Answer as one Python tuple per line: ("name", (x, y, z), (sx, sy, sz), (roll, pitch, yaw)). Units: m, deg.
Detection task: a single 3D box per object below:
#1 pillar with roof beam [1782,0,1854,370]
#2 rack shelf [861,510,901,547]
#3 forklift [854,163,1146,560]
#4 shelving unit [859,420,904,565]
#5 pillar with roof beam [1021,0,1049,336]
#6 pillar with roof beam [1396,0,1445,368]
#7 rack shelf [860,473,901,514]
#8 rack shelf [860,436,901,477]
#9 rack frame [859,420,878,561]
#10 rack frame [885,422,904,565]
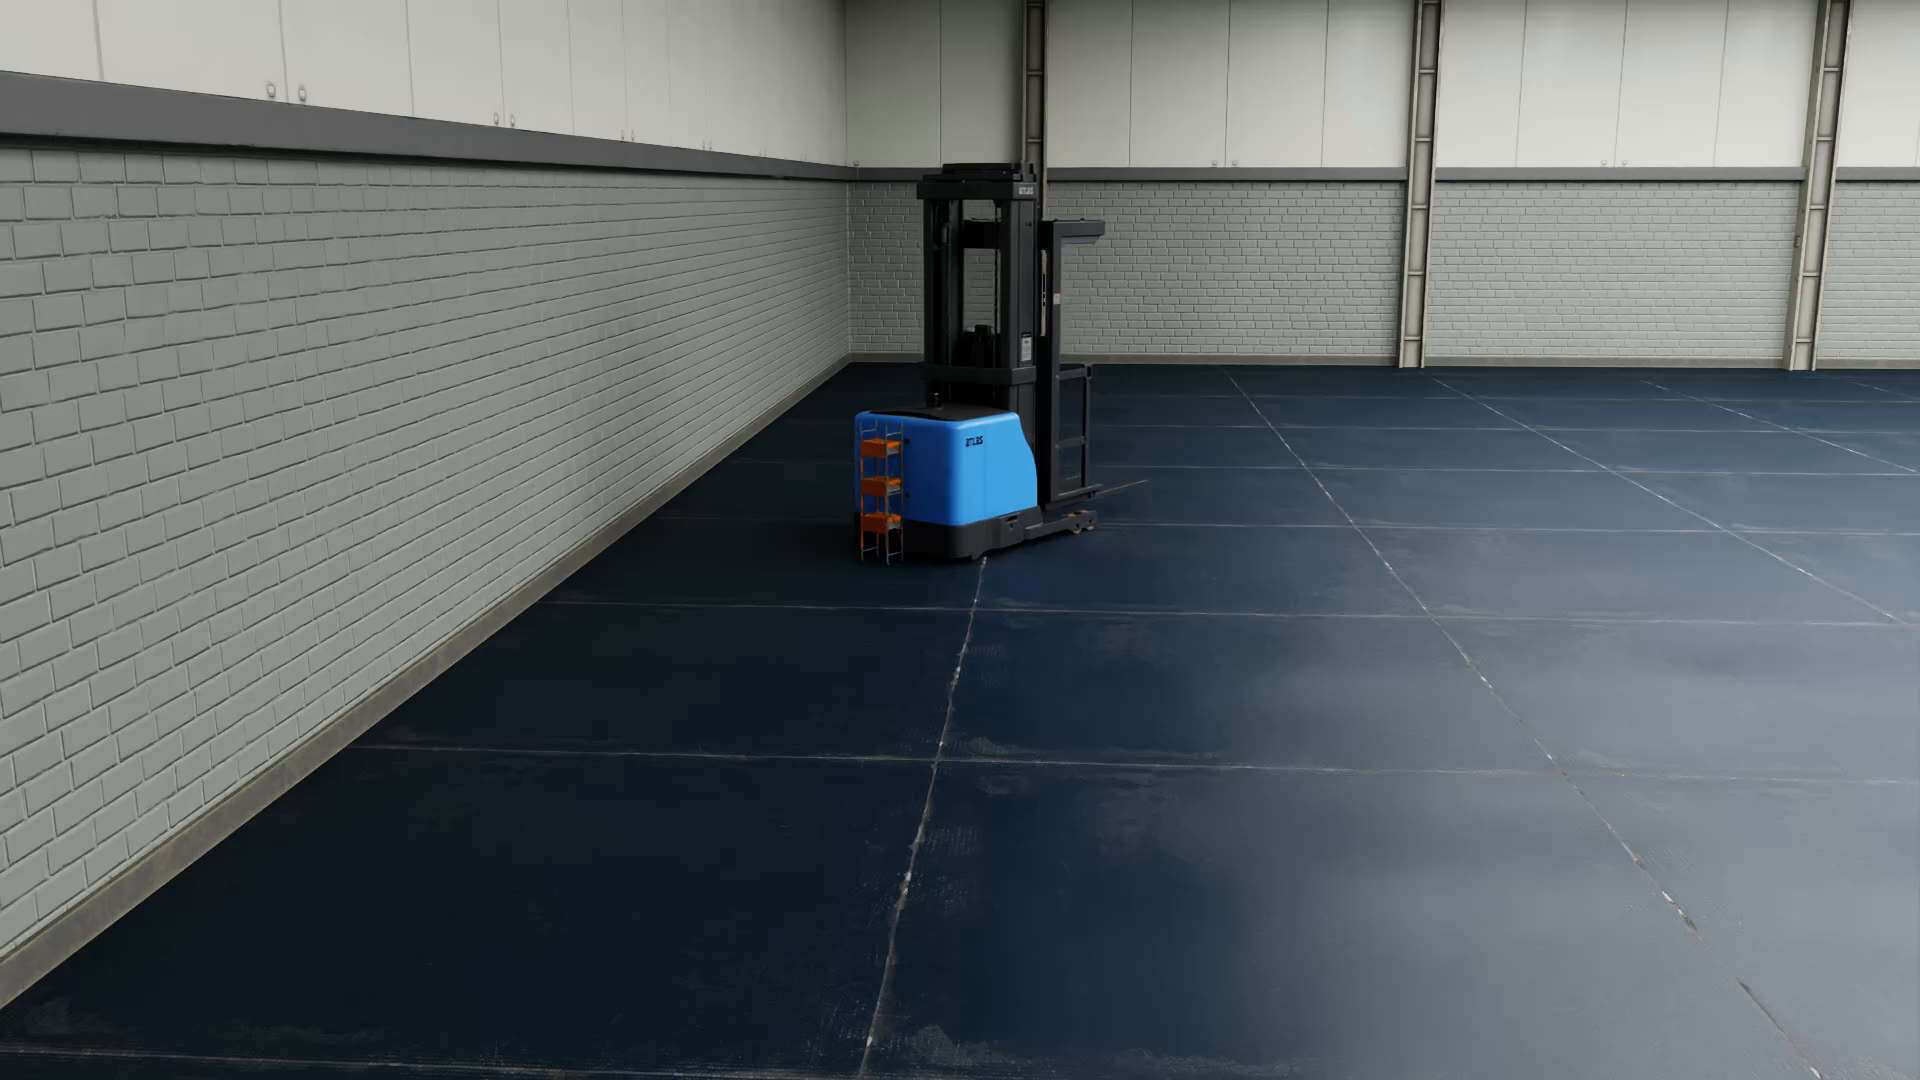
("pillar with roof beam", (12.857, -6.204, 20.949), (0.400, 9.000, 9.100), (1, 12, 4))
("rack shelf", (-0.584, -0.074, 12.469), (0.240, 0.259, 0.215), (8, 15, 35))
("forklift", (0.469, -1.534, 13.445), (1.130, 2.935, 3.031), (9, 15, 36))
("shelving unit", (-0.584, -0.357, 12.410), (0.252, 1.050, 0.215), (8, 15, 35))
("pillar with roof beam", (0.883, -6.368, 21.734), (0.400, 9.000, 9.100), (1, 12, 4))
("pillar with roof beam", (6.870, -6.286, 21.341), (0.400, 9.000, 9.100), (1, 12, 4))
("rack shelf", (-0.584, -0.347, 12.412), (0.240, 0.259, 0.215), (8, 15, 35))
("rack shelf", (-0.584, -0.624, 12.354), (0.240, 0.259, 0.215), (8, 15, 35))
("rack frame", (-0.683, -0.372, 12.480), (0.008, 1.050, 0.200), (8, 15, 35))
("rack frame", (-0.485, -0.342, 12.340), (0.008, 1.050, 0.200), (8, 15, 35))
